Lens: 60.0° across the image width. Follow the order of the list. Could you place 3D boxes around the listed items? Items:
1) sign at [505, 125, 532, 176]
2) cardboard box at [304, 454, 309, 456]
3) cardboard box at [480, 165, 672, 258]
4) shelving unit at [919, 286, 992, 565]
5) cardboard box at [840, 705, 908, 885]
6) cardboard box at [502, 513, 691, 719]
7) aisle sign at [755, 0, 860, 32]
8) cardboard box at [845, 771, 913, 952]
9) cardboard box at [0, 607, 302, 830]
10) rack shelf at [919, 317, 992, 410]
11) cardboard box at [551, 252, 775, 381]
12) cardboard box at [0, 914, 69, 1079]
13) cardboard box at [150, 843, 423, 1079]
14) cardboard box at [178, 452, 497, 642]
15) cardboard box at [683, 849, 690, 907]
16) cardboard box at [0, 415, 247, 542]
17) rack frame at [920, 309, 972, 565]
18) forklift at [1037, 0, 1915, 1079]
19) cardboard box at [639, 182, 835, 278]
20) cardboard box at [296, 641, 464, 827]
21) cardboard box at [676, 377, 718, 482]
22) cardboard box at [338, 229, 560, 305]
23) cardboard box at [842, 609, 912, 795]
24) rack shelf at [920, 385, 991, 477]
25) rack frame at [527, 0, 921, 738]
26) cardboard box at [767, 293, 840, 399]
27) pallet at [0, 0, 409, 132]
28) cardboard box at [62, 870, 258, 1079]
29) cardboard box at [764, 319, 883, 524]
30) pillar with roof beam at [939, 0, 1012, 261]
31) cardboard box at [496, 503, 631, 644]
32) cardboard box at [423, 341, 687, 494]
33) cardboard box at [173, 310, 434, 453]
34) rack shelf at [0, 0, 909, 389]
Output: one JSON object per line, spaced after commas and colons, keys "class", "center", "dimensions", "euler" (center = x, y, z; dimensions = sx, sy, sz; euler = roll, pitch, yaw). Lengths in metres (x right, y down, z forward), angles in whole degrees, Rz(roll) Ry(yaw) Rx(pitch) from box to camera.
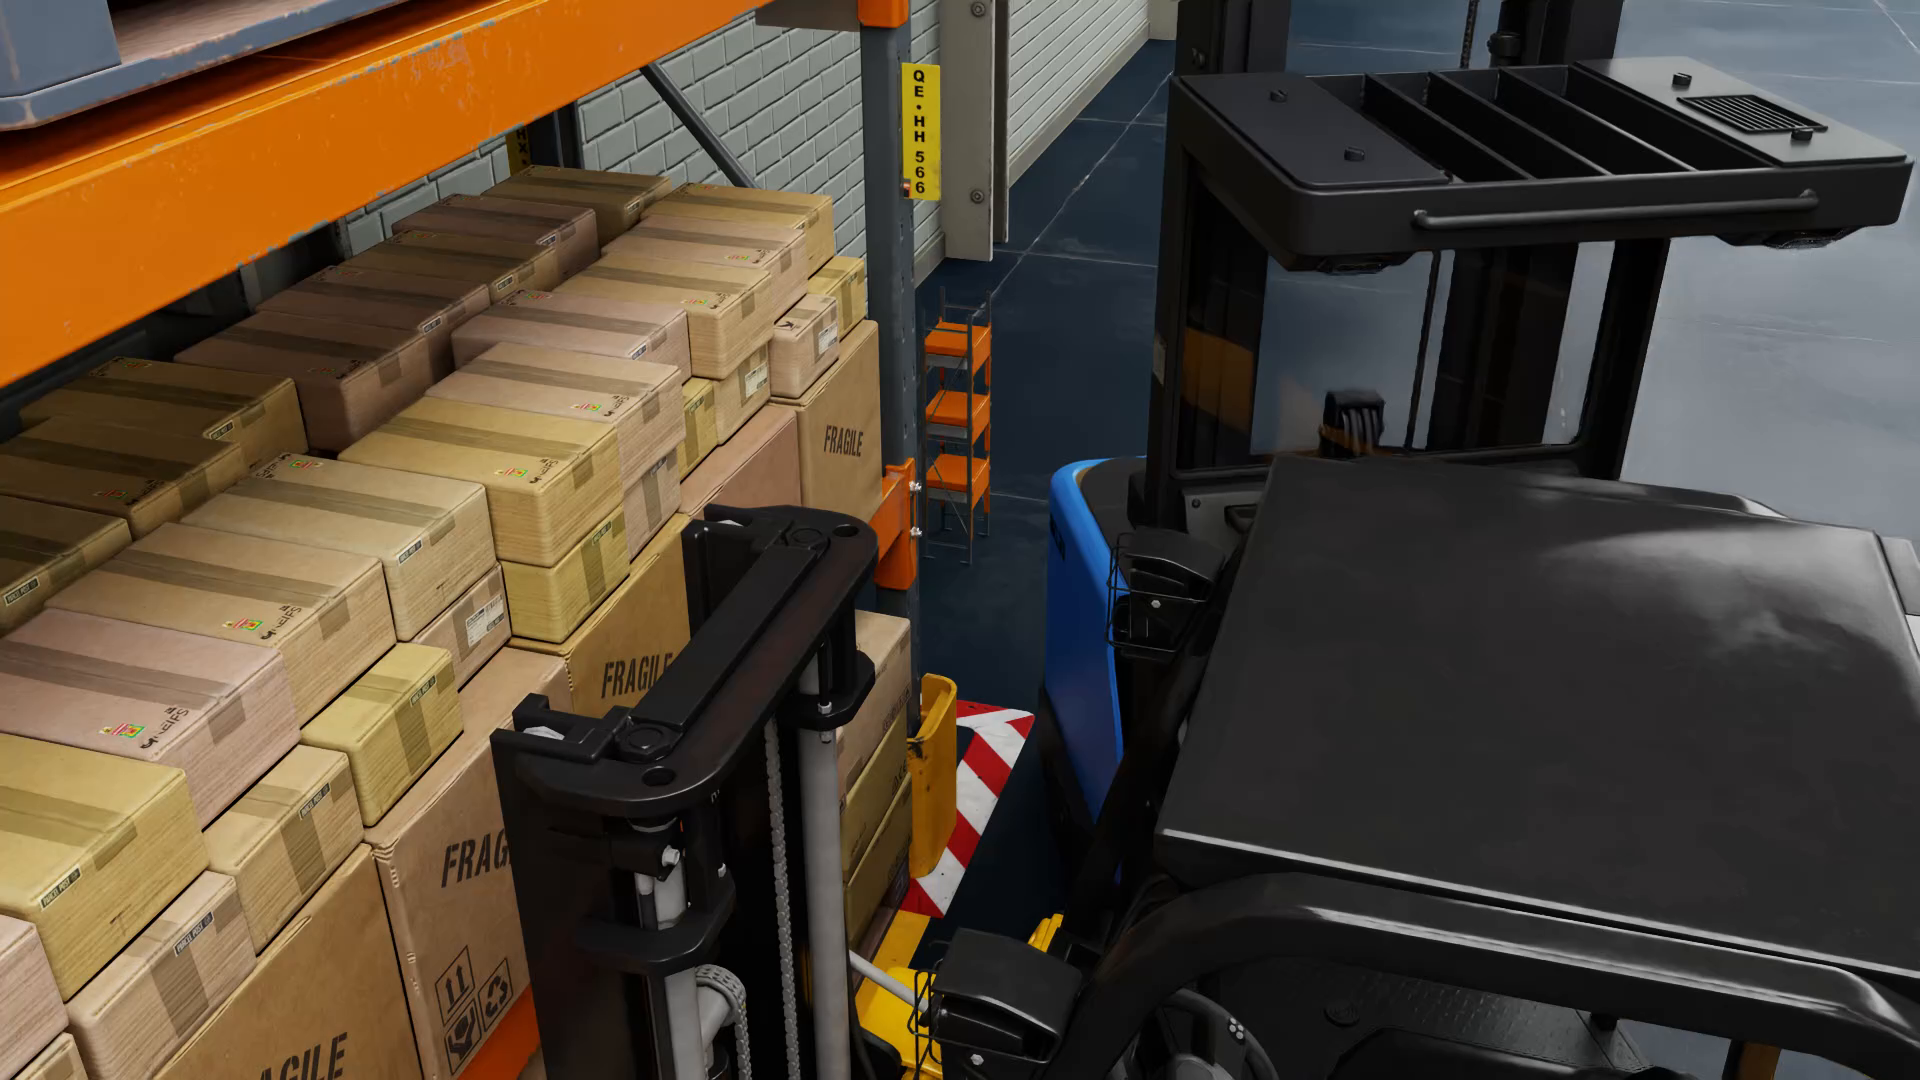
{"class": "sign", "center": [-1.139, -0.944, 4.389], "dimensions": [0.100, 0.325, 0.005], "euler": [8, 30, 15]}
{"class": "cardboard box", "center": [-1.403, -0.068, 3.016], "dimensions": [0.380, 0.149, 0.250], "euler": [10, 30, 17]}
{"class": "cardboard box", "center": [-0.913, -0.780, 3.991], "dimensions": [0.380, 0.149, 0.250], "euler": [8, 30, 14]}
{"class": "shelving unit", "center": [-0.016, -0.434, 6.450], "dimensions": [0.215, 1.050, 0.252], "euler": [8, 30, 15]}
{"class": "cardboard box", "center": [-0.454, 0.622, 4.429], "dimensions": [0.500, 0.250, 0.500], "euler": [8, 30, 14]}
{"class": "cardboard box", "center": [-0.815, 0.252, 3.109], "dimensions": [0.500, 0.500, 0.500], "euler": [8, 30, 14]}
{"class": "aisle sign", "center": [-0.310, -1.573, 3.819], "dimensions": [0.394, 0.787, 0.004], "euler": [8, 30, 15]}
{"class": "cardboard box", "center": [-0.446, 0.833, 4.564], "dimensions": [0.500, 0.250, 0.500], "euler": [9, 30, 15]}
{"class": "cardboard box", "center": [-1.105, 0.237, 2.162], "dimensions": [0.380, 0.149, 0.250], "euler": [8, 30, 15]}
{"class": "rack shelf", "center": [-0.016, -0.673, 6.317], "dimensions": [0.215, 0.259, 0.240], "euler": [8, 30, 15]}
{"class": "cardboard box", "center": [-0.607, -0.465, 3.424], "dimensions": [0.380, 0.149, 0.250], "euler": [9, 30, 16]}
{"class": "cardboard box", "center": [-1.177, 0.488, 1.711], "dimensions": [0.380, 0.149, 0.250], "euler": [9, 30, 16]}
{"class": "cardboard box", "center": [-1.120, 0.718, 2.272], "dimensions": [0.500, 0.500, 0.500], "euler": [8, 30, 14]}
{"class": "cardboard box", "center": [-0.959, 0.004, 2.581], "dimensions": [0.380, 0.149, 0.250], "euler": [9, 30, 16]}
{"class": "cardboard box", "center": [-0.730, 0.865, 3.478], "dimensions": [0.500, 0.250, 0.500], "euler": [9, 30, 16]}
{"class": "cardboard box", "center": [-1.394, -0.066, 2.706], "dimensions": [0.380, 0.149, 0.250], "euler": [9, 30, 15]}
{"class": "rack frame", "center": [-0.051, -0.377, 6.348], "dimensions": [0.200, 1.050, 0.008], "euler": [8, 30, 15]}
{"class": "forklift", "center": [0.994, 0.092, 3.570], "dimensions": [1.130, 2.935, 3.031], "euler": [-4, 29, -8]}
{"class": "cardboard box", "center": [-0.514, -0.709, 3.864], "dimensions": [0.380, 0.149, 0.250], "euler": [9, 30, 15]}
{"class": "cardboard box", "center": [-0.966, 0.257, 2.433], "dimensions": [0.380, 0.149, 0.250], "euler": [8, 30, 14]}
{"class": "cardboard box", "center": [-0.709, -0.226, 3.301], "dimensions": [0.380, 0.149, 0.250], "euler": [8, 30, 15]}
{"class": "cardboard box", "center": [-1.086, -0.539, 3.557], "dimensions": [0.380, 0.149, 0.250], "euler": [9, 30, 16]}
{"class": "cardboard box", "center": [-0.447, 0.391, 4.330], "dimensions": [0.500, 0.250, 0.500], "euler": [10, 30, 17]}
{"class": "rack shelf", "center": [-0.016, -0.425, 6.455], "dimensions": [0.215, 0.259, 0.240], "euler": [8, 30, 15]}
{"class": "rack frame", "center": [-0.610, -0.449, 4.471], "dimensions": [1.000, 3.000, 0.127], "euler": [8, 30, 15]}
{"class": "cardboard box", "center": [-0.491, -0.452, 3.707], "dimensions": [0.380, 0.149, 0.250], "euler": [9, 30, 16]}
{"class": "pallet", "center": [-1.199, -0.827, 2.157], "dimensions": [1.003, 0.211, 1.213], "euler": [8, 30, 15]}
{"class": "cardboard box", "center": [-1.093, 0.501, 1.994], "dimensions": [0.380, 0.149, 0.250], "euler": [8, 30, 14]}
{"class": "cardboard box", "center": [-0.504, -0.226, 3.968], "dimensions": [0.500, 0.500, 0.500], "euler": [8, 30, 14]}
{"class": "pillar with roof beam", "center": [4.200, -5.049, 6.570], "dimensions": [9.100, 9.000, 0.400], "euler": [8, 30, 15]}
{"class": "cardboard box", "center": [-0.797, 0.025, 2.850], "dimensions": [0.380, 0.149, 0.250], "euler": [9, 30, 15]}
{"class": "cardboard box", "center": [-0.722, -0.223, 2.989], "dimensions": [0.380, 0.149, 0.250], "euler": [9, 30, 16]}
{"class": "cardboard box", "center": [-1.226, -0.300, 3.127], "dimensions": [0.380, 0.149, 0.250], "euler": [9, 30, 16]}
{"class": "rack shelf", "center": [-1.197, -0.516, 2.246], "dimensions": [1.077, 0.370, 4.000], "euler": [8, 30, 15]}
